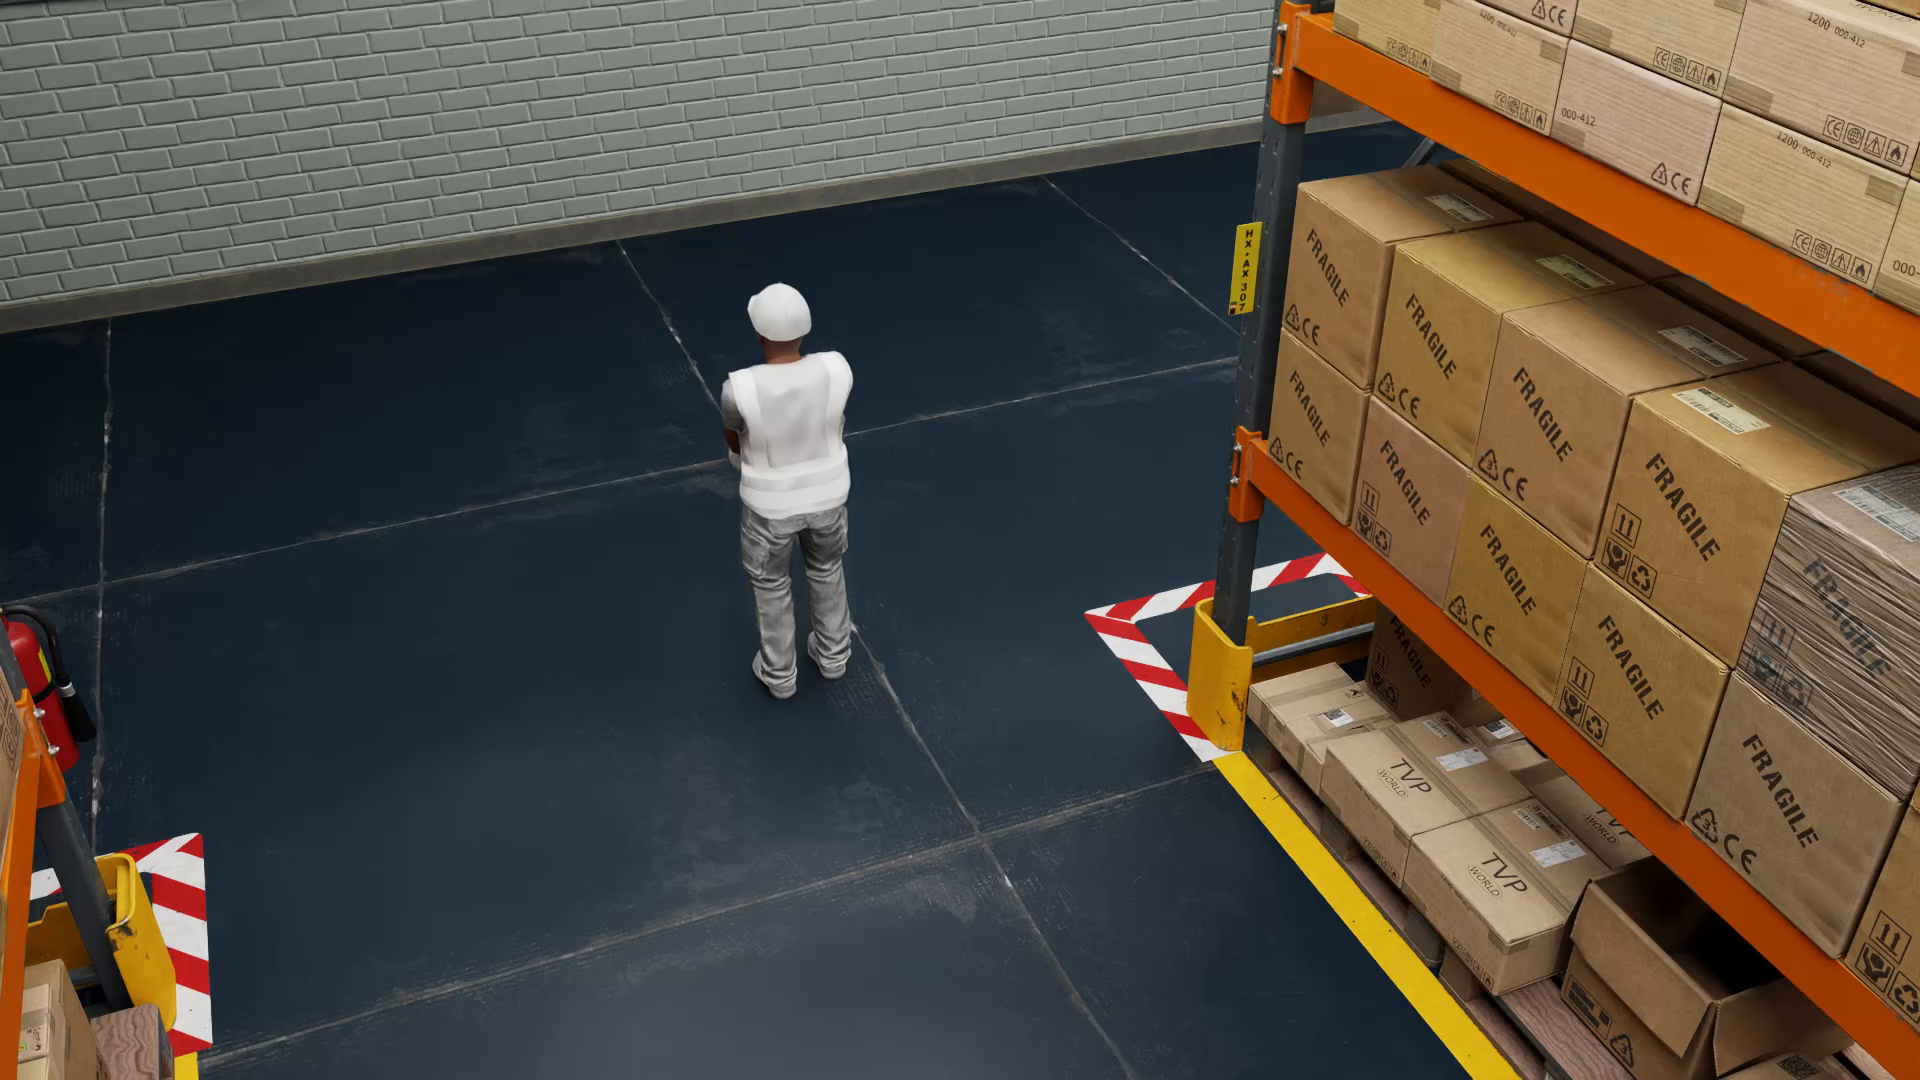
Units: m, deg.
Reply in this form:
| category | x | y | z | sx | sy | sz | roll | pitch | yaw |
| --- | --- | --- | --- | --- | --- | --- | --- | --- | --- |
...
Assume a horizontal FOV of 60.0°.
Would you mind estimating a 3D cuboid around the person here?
| category | x | y | z | sx | sy | sz | roll | pitch | yaw |
| --- | --- | --- | --- | --- | --- | --- | --- | --- | --- |
| person | -0.684 | -0.222 | 6.462 | 0.488 | 1.781 | 0.564 | -13 | 35 | -18 |
